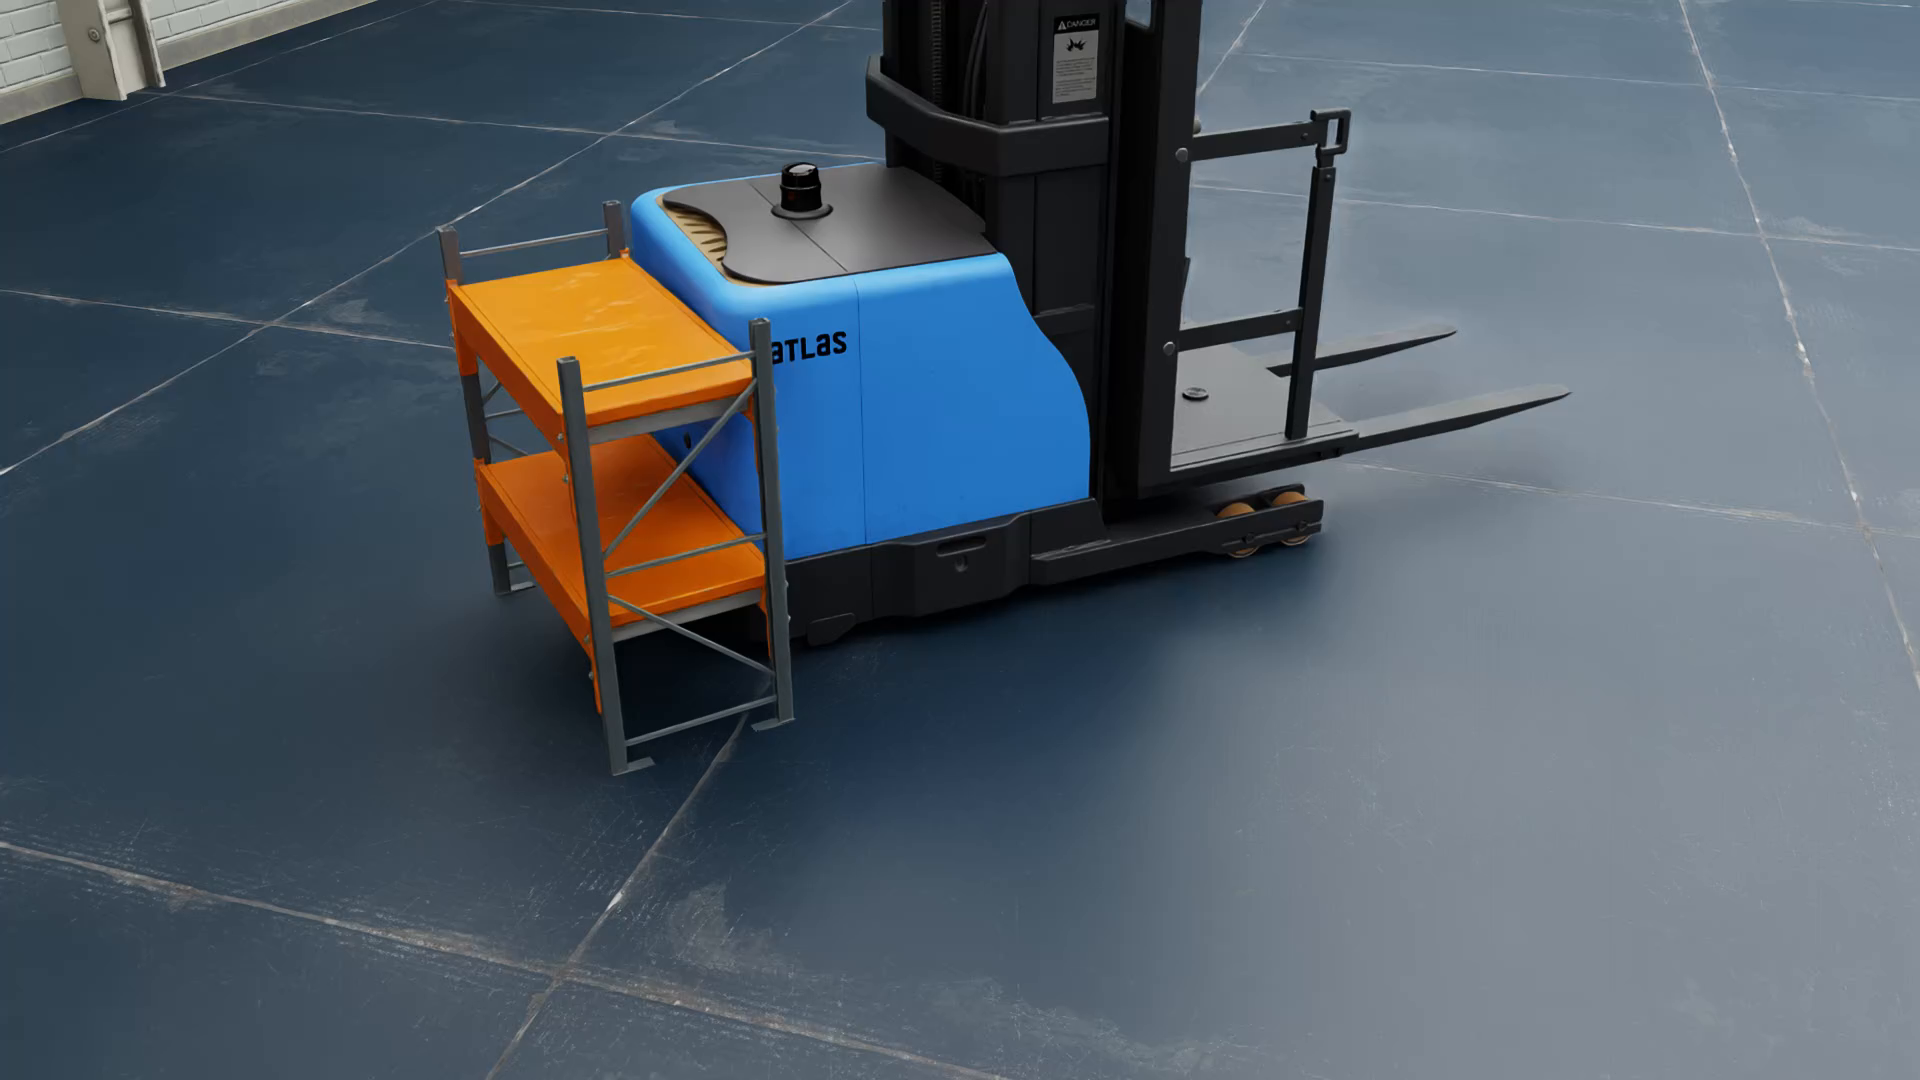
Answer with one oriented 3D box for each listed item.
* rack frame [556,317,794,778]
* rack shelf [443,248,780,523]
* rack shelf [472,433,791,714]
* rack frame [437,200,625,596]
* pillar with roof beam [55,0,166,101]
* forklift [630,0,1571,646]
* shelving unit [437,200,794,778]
[{"bbox_3d":[-0.663,0.039,4.022,0.500,1.125,0.032,-15,33,-26],"label":"rack frame"},{"bbox_3d":[-0.915,-0.431,4.266,0.538,0.278,1.000,-15,33,-26],"label":"rack shelf"},{"bbox_3d":[-0.915,0.038,4.527,0.538,0.278,1.000,-15,33,-26],"label":"rack shelf"},{"bbox_3d":[-1.166,-0.390,4.794,0.500,1.125,0.032,-15,33,-26],"label":"rack frame"},{"bbox_3d":[-1.017,-6.072,6.909,9.100,9.000,0.400,8,30,15],"label":"pillar with roof beam"},{"bbox_3d":[0.582,-1.448,4.838,3.031,2.935,1.130,-12,31,-21],"label":"forklift"},{"bbox_3d":[-0.915,-0.175,4.408,0.538,1.125,1.048,-15,33,-26],"label":"shelving unit"}]
